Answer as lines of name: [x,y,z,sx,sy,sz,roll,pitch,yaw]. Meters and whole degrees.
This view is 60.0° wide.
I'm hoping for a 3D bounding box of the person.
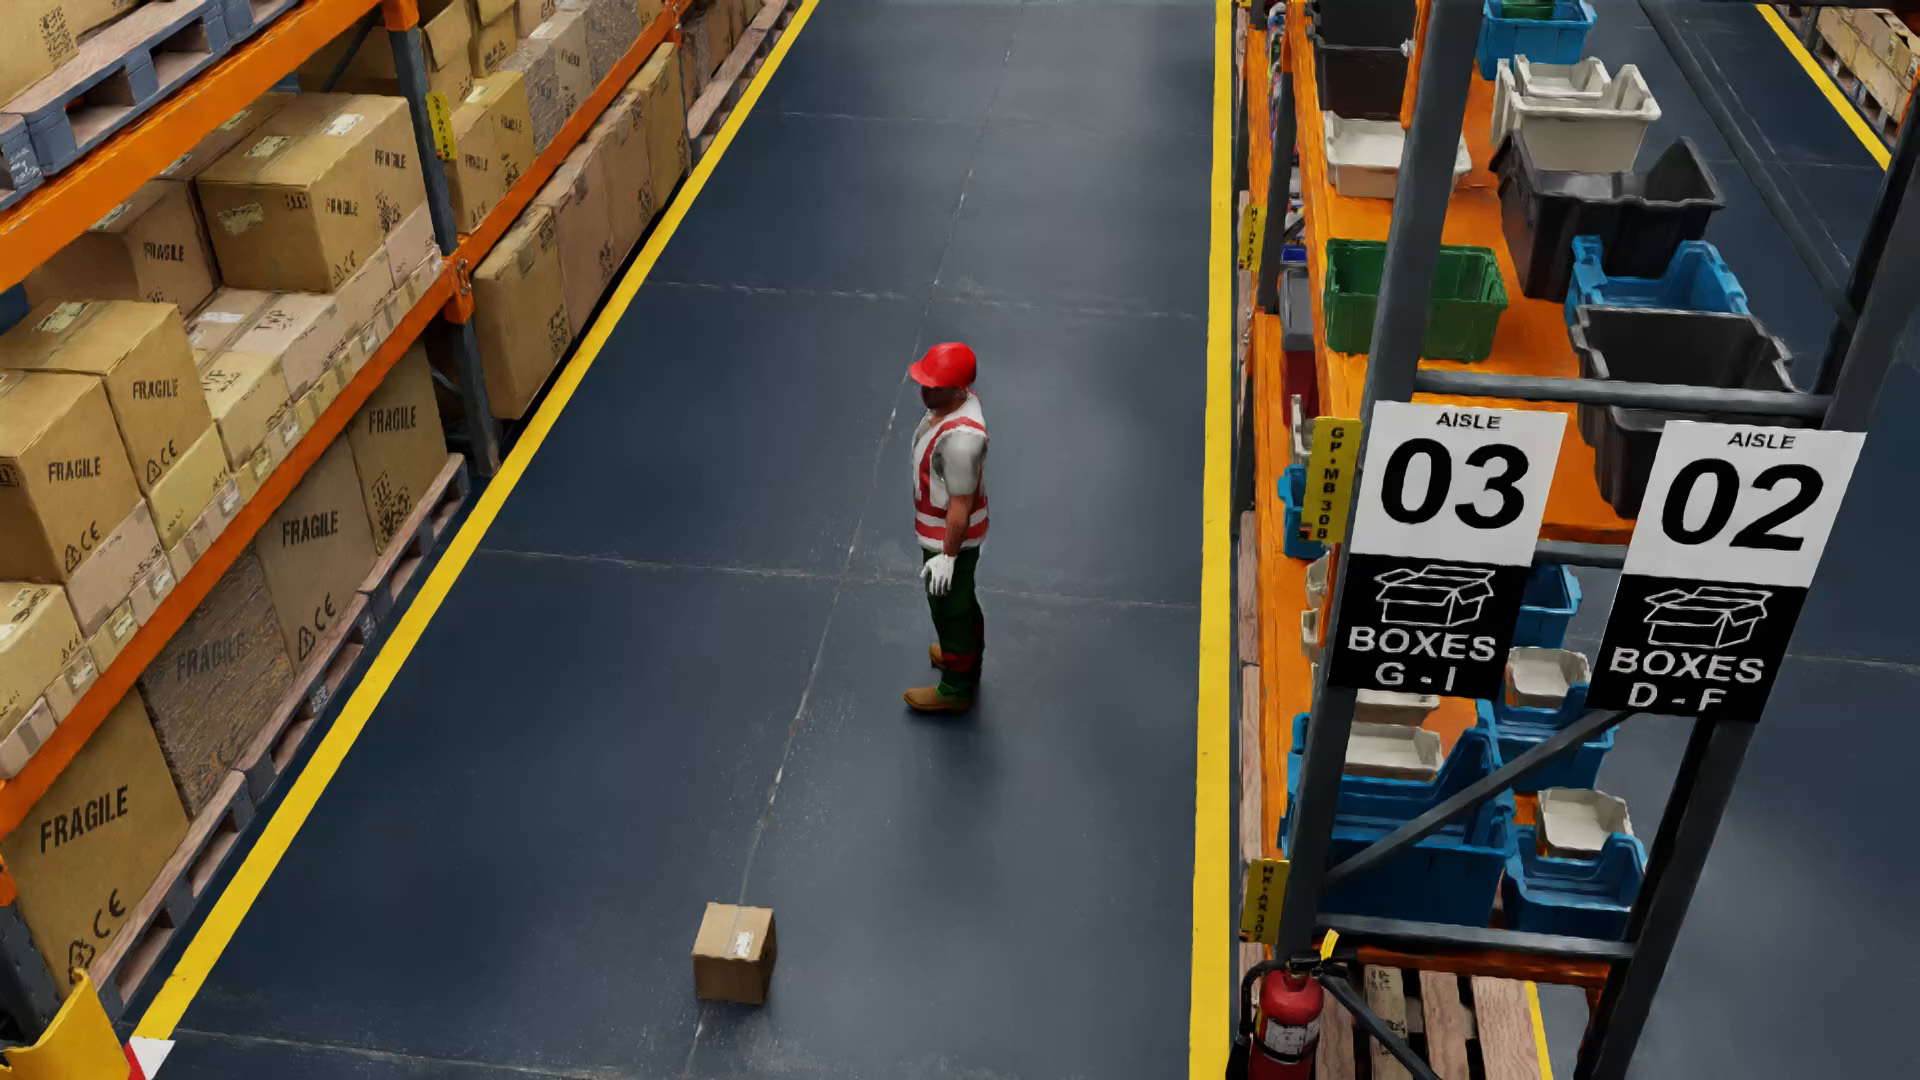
person: [-0.066,-0.044,7.031,0.377,1.797,0.632,0,36,-1]
